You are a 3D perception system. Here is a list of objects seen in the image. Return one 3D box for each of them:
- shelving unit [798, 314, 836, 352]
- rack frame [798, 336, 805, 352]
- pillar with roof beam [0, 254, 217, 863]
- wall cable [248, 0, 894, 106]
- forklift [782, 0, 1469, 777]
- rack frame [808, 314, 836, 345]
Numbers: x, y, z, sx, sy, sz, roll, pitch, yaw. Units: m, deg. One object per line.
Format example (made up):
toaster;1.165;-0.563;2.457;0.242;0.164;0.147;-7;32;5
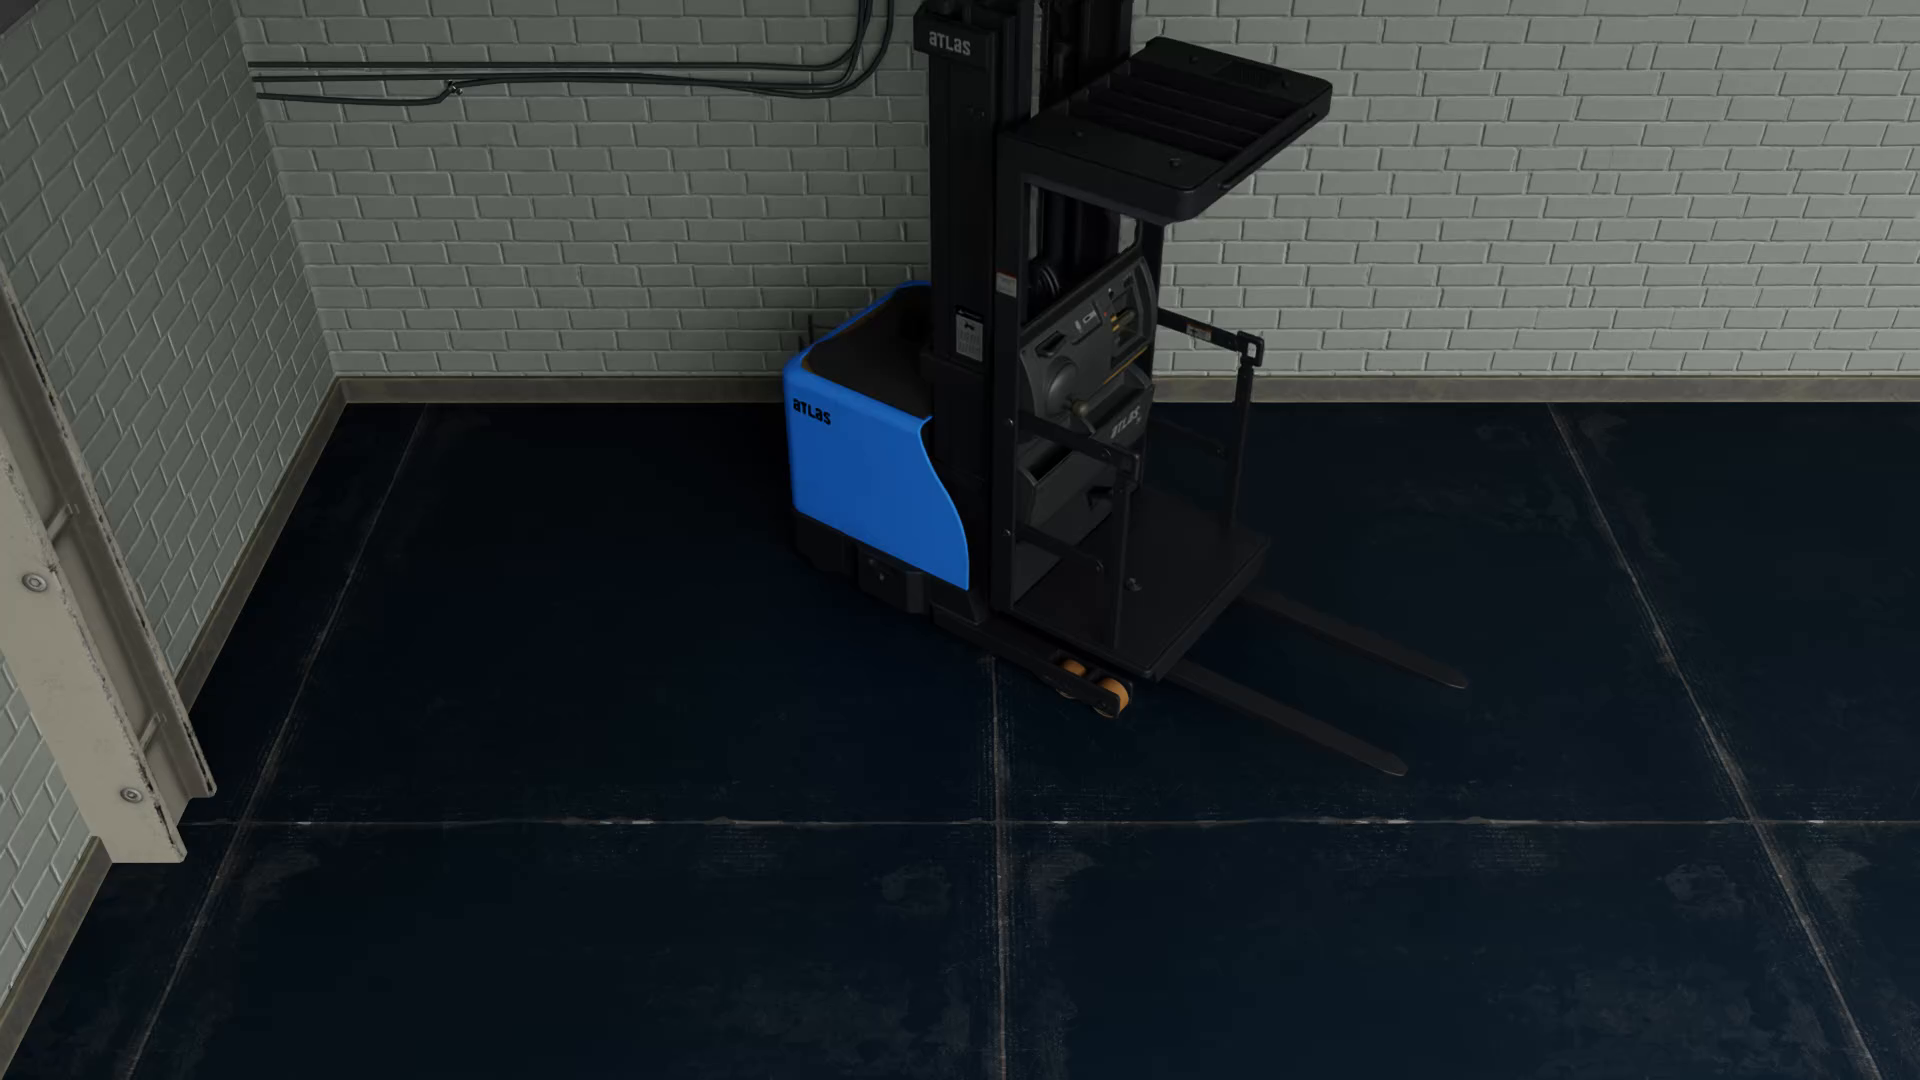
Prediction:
shelving unit;-0.618;-0.647;8.083;0.258;0.900;0.210;5;39;7
rack frame;-0.633;-0.584;8.004;0.240;0.900;0.006;5;39;7
pillar with roof beam;1.140;-2.391;3.783;9.100;9.000;0.400;0;39;0
wall cable;-1.846;-3.019;7.050;3.097;2.526;0.112;0;39;0
forklift;0.697;-0.772;6.615;3.031;2.935;1.130;24;45;27
rack frame;-0.603;-0.709;8.161;0.240;0.900;0.006;5;39;7
